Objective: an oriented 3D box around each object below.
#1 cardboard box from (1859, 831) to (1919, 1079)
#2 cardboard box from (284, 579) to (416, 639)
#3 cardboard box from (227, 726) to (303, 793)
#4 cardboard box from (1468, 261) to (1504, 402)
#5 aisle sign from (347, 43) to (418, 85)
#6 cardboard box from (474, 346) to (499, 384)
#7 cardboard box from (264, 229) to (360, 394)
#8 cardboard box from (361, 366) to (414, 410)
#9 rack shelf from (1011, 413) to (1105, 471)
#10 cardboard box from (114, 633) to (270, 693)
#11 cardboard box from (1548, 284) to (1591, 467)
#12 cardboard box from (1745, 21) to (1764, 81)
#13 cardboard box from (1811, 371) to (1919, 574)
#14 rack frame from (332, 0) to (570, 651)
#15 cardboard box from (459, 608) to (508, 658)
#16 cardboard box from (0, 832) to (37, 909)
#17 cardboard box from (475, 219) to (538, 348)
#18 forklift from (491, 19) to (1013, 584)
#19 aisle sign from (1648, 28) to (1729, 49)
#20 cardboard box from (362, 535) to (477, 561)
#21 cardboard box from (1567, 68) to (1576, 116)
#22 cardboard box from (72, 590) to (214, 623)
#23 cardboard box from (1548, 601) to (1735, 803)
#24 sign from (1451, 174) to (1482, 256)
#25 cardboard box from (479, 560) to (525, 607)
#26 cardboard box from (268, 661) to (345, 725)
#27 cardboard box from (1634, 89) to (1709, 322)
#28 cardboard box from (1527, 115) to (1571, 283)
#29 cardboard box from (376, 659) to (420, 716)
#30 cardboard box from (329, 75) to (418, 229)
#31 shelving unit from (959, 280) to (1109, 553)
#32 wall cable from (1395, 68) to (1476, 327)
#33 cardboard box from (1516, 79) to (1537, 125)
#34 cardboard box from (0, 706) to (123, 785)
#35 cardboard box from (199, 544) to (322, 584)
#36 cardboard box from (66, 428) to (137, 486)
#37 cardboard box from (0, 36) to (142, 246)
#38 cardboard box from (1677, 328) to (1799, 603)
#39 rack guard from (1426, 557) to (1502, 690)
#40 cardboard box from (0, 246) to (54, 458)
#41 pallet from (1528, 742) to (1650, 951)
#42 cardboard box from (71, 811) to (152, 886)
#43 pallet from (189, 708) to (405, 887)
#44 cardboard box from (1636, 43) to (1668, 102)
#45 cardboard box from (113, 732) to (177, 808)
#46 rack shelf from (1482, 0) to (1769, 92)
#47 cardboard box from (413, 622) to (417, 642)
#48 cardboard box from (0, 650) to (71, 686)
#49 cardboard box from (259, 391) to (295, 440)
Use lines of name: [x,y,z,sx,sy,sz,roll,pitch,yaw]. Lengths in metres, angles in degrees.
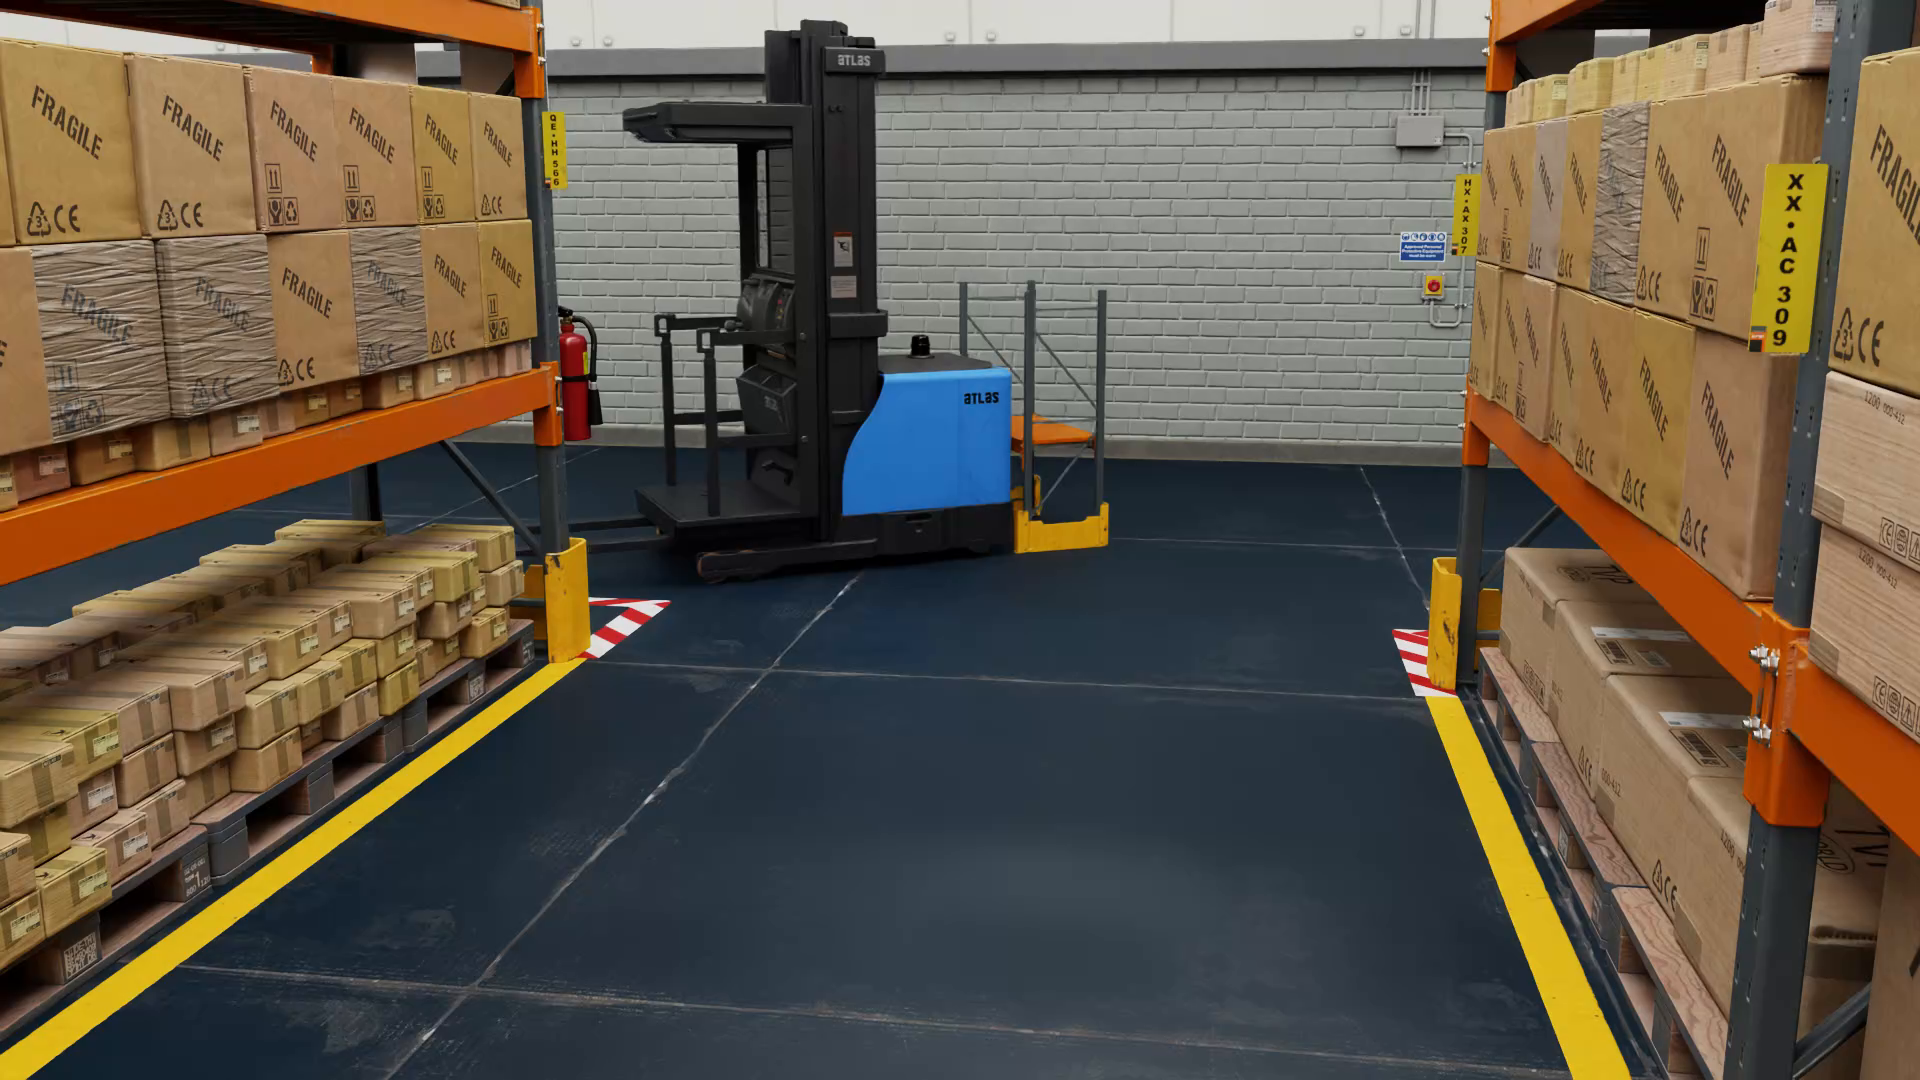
cardboard box: [1.981,0.953,2.497,0.875,0.875,0.875,2,12,10]
cardboard box: [-2.224,0.250,6.071,0.380,0.149,0.250,2,12,11]
cardboard box: [-2.376,0.700,5.394,0.380,0.149,0.250,2,12,7]
cardboard box: [2.255,-0.803,6.361,0.500,0.500,0.500,2,12,8]
aisle sign: [-2.579,-2.280,7.281,0.394,0.787,0.004,2,12,9]
cardboard box: [-2.140,-0.734,6.873,0.380,0.149,0.250,2,12,9]
cardboard box: [-2.349,-0.760,5.456,0.500,0.500,0.500,3,12,11]
cardboard box: [-2.250,-0.573,6.129,0.380,0.149,0.250,1,12,6]
rack shelf: [0.418,-0.605,10.096,0.538,0.185,1.000,-5,13,-21]
cardboard box: [-2.463,0.407,5.344,0.380,0.149,0.250,1,12,6]
cardboard box: [2.048,-0.487,4.894,0.500,0.500,0.500,2,12,11]
cardboard box: [1.926,-1.044,3.568,0.380,0.149,0.250,2,12,9]
cardboard box: [1.651,-0.101,2.509,0.500,0.250,0.500,2,12,7]
rack frame: [-2.294,-0.984,7.439,1.000,3.000,0.127,2,12,9]
cardboard box: [-2.109,0.378,6.892,0.380,0.149,0.250,2,12,10]
cardboard box: [-2.537,0.827,4.102,0.380,0.149,0.250,2,12,11]
cardboard box: [-2.109,-1.076,6.924,0.500,0.500,0.500,2,12,10]
forklift: [-1.259,-1.325,9.186,3.031,2.935,1.130,-5,13,-22]
aisle sign: [2.930,-2.120,6.541,0.394,0.787,0.004,2,12,9]
cardboard box: [-2.221,0.082,6.849,0.380,0.149,0.250,2,12,10]
cardboard box: [2.070,-1.365,5.056,0.380,0.149,0.250,2,12,9]
cardboard box: [-2.893,0.286,5.903,0.380,0.149,0.250,2,12,10]
cardboard box: [2.477,0.534,5.480,0.875,0.438,0.875,2,12,10]
sign: [2.065,-1.326,6.782,0.100,0.325,0.005,2,12,9]
cardboard box: [-2.093,0.178,7.111,0.380,0.149,0.250,2,12,7]
cardboard box: [-2.311,0.506,5.592,0.380,0.149,0.250,2,12,9]
cardboard box: [1.883,-0.762,3.799,0.500,0.500,0.500,2,12,8]
cardboard box: [2.113,-1.076,5.257,0.500,0.500,0.500,2,12,8]
cardboard box: [-2.237,0.537,6.153,0.380,0.149,0.250,1,12,6]
cardboard box: [-2.268,-1.350,5.819,0.500,0.500,0.500,3,12,12]
shelving unit: [0.415,-0.783,10.066,0.587,1.500,1.083,-5,13,-21]
wall cable: [3.457,-2.531,12.132,0.585,1.953,0.123,2,12,9]
cardboard box: [2.161,-1.527,5.809,0.380,0.149,0.250,2,12,10]
cardboard box: [-2.561,0.572,4.579,0.380,0.149,0.250,2,12,8]
cardboard box: [-2.799,0.121,6.669,0.380,0.149,0.250,2,12,8]
cardboard box: [-2.539,-0.247,4.614,0.380,0.149,0.250,1,12,6]
cardboard box: [-2.535,-1.029,4.330,0.500,0.500,0.500,2,12,7]
cardboard box: [1.816,-0.166,3.405,0.500,0.500,0.500,2,12,9]
rack guard: [2.616,0.372,7.079,1.175,0.500,0.348,2,12,9]
cardboard box: [-2.584,-0.440,3.974,0.500,0.500,0.500,2,12,8]
pallet: [2.377,0.941,5.127,1.003,0.211,1.213,2,12,9]
cardboard box: [-2.508,0.863,4.640,0.380,0.149,0.250,2,12,8]
pallet: [-2.656,0.816,5.705,1.003,0.211,1.213,2,12,9]
cardboard box: [1.989,-1.205,4.315,0.380,0.149,0.250,2,12,7]
cardboard box: [-2.541,0.663,4.861,0.380,0.149,0.250,1,12,6]
rack shelf: [2.305,-1.543,4.620,1.077,0.370,4.000,2,12,9]
cardboard box: [-2.315,0.339,6.365,0.380,0.149,0.250,2,12,8]
cardboard box: [-3.013,0.446,5.160,0.380,0.149,0.250,1,12,6]
cardboard box: [-2.393,-0.410,5.371,0.380,0.149,0.250,2,12,11]
